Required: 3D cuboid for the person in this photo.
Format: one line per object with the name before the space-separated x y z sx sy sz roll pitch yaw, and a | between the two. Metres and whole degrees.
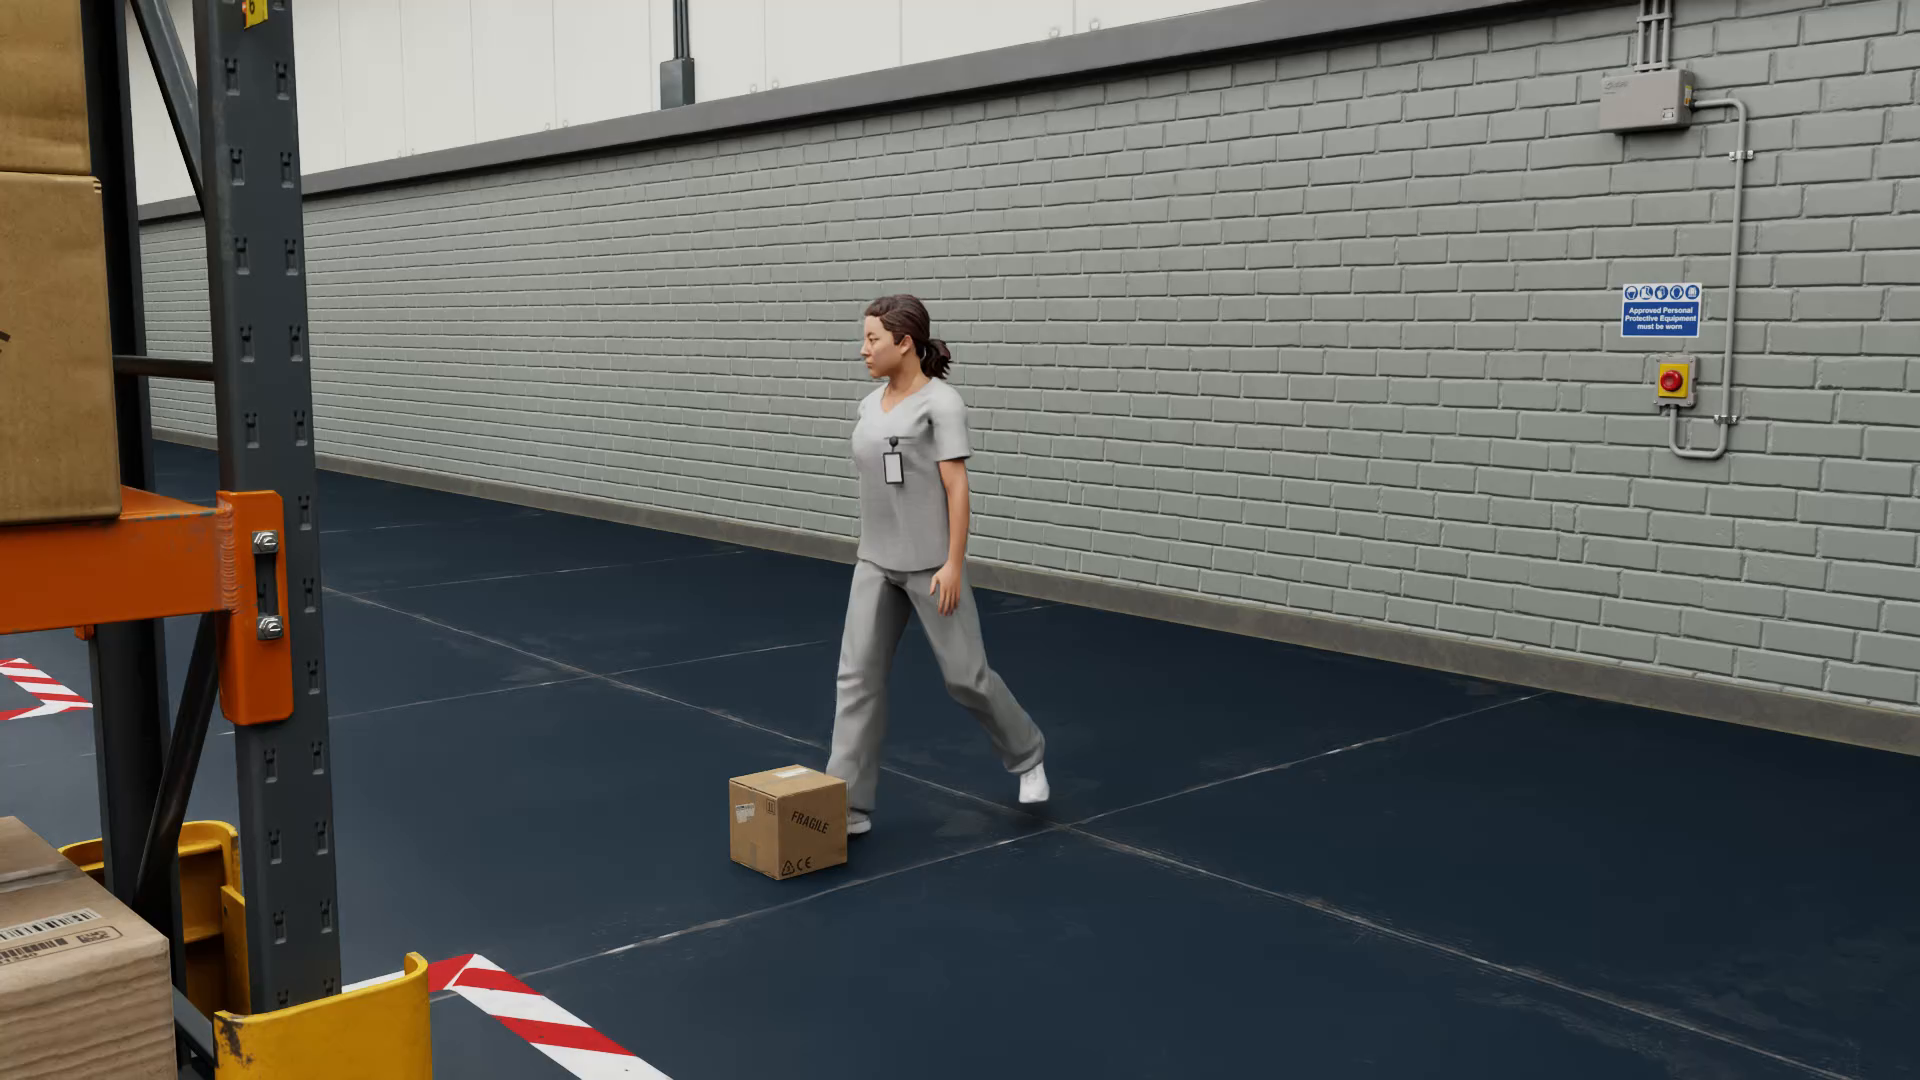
person | -0.101 0.078 5.126 0.565 1.657 0.858 6 10 38
